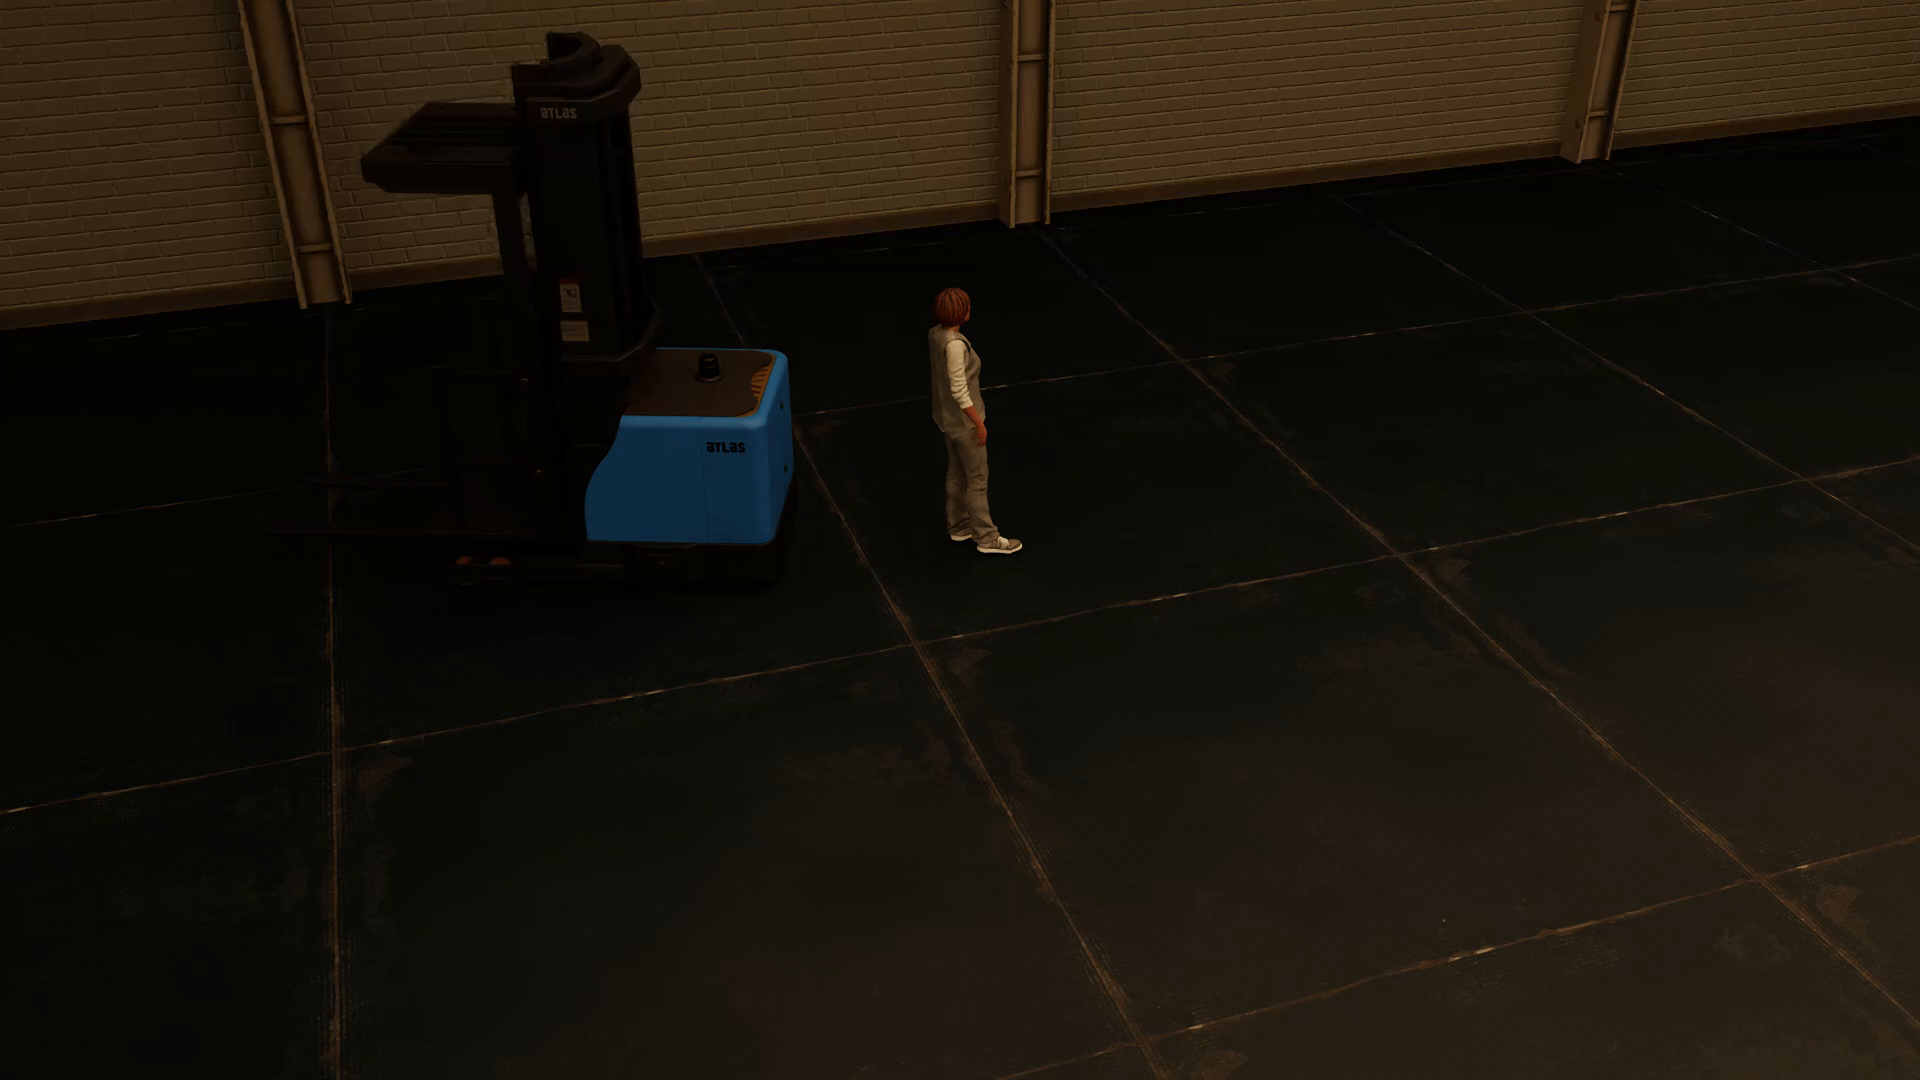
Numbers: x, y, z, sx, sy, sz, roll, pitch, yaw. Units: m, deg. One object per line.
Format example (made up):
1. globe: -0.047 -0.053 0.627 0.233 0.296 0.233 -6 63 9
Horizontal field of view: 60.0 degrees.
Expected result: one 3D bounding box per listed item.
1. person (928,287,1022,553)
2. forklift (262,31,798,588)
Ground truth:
1. person: 0.075 -0.702 9.633 0.474 1.594 0.519 -10 31 -16
2. forklift: -2.534 -1.263 9.282 3.031 2.935 1.130 1 30 2
